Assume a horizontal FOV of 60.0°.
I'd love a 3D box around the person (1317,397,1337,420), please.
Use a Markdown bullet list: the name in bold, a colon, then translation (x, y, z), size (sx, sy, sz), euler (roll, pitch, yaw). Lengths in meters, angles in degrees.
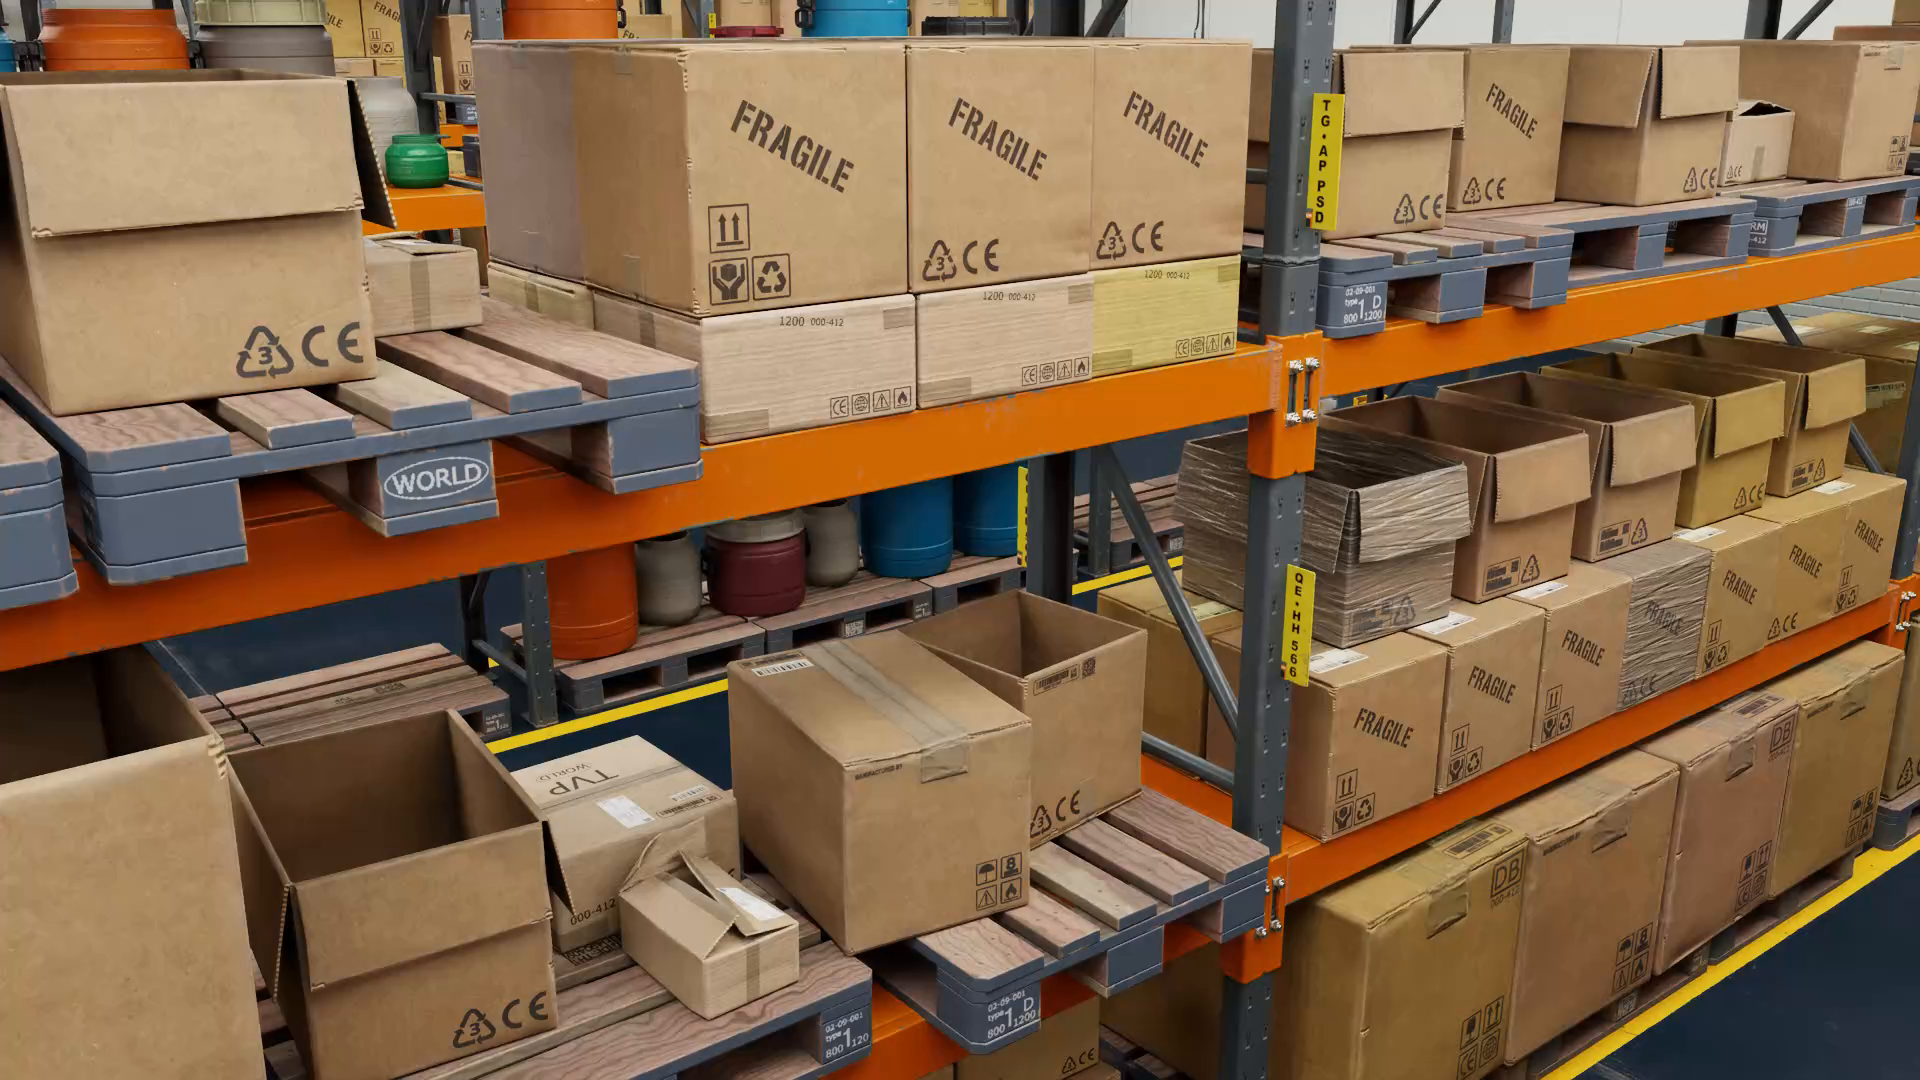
- **person**: translation (2.097, -0.466, 10.310), size (0.481, 1.712, 0.560), euler (-14, 23, -38)
